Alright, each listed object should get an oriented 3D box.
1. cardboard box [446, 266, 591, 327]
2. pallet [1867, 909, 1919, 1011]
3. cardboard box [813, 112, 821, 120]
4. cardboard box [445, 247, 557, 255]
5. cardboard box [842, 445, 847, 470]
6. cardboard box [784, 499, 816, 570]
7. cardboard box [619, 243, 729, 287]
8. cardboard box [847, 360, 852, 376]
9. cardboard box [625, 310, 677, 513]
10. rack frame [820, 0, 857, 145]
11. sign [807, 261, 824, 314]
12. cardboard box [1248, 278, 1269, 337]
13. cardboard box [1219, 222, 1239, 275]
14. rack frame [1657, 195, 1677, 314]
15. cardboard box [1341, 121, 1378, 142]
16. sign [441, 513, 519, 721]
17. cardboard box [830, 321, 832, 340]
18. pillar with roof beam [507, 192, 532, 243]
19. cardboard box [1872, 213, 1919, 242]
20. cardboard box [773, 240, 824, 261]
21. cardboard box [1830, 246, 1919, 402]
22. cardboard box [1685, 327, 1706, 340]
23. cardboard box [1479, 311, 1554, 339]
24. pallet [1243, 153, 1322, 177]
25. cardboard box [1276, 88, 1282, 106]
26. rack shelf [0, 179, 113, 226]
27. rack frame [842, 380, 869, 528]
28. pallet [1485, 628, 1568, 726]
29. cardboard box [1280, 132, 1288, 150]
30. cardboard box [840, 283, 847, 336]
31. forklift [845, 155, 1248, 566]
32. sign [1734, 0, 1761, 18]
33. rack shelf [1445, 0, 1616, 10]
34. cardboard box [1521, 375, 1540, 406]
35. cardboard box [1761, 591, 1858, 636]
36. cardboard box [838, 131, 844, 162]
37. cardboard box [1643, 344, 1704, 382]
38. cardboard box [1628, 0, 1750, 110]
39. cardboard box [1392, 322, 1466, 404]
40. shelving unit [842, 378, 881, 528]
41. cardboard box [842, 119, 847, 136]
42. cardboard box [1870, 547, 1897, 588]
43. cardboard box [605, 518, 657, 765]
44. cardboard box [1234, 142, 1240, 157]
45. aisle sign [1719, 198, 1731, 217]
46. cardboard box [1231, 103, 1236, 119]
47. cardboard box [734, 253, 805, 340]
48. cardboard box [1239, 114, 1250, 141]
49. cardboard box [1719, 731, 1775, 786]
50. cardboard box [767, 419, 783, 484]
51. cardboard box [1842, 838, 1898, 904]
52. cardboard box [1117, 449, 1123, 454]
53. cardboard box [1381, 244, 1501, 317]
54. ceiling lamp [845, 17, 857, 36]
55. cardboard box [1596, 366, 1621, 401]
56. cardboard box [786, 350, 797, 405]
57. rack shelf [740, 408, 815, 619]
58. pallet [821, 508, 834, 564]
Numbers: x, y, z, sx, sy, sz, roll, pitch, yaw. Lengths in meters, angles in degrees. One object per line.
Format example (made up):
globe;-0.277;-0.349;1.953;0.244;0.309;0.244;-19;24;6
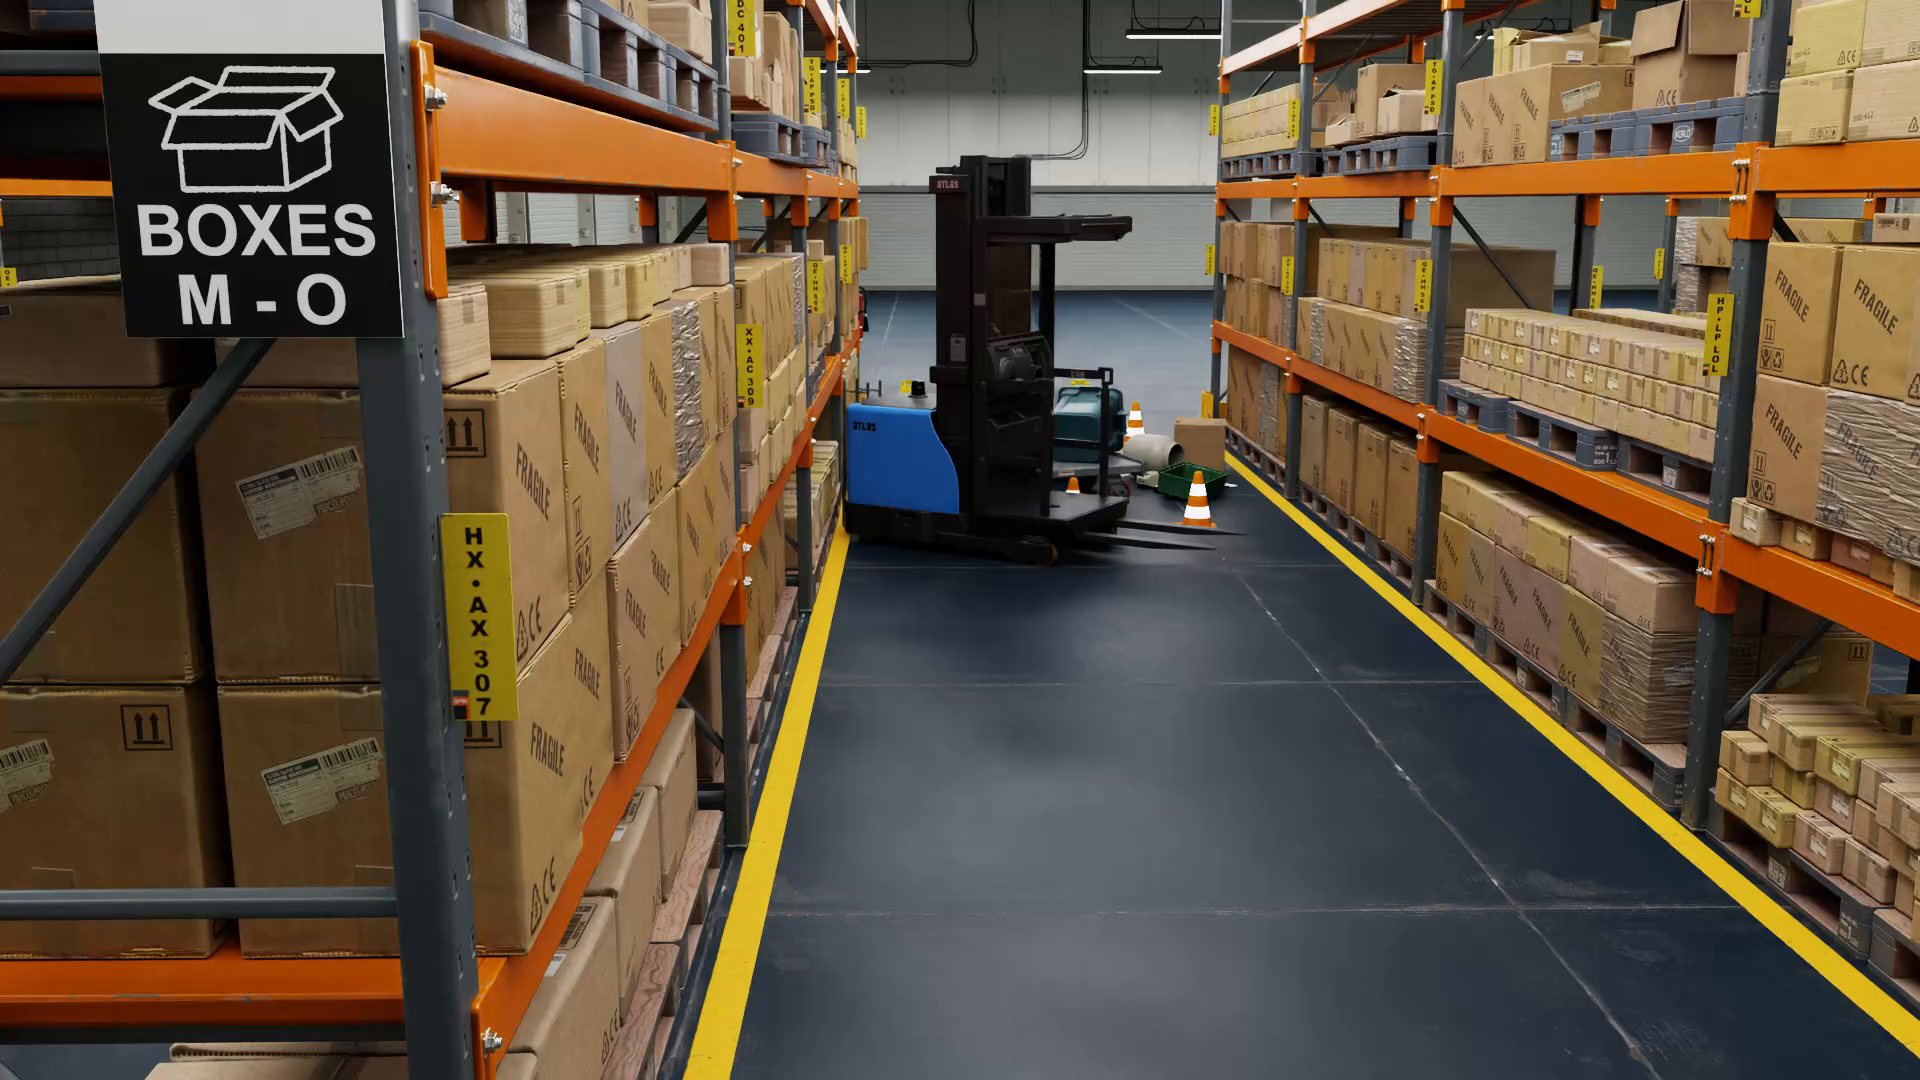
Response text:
cardboard box;-1.069;-0.553;3.842;0.380;0.149;0.250;0;11;-1
pallet;3.652;1.492;5.176;1.003;0.211;1.213;0;11;-1
cardboard box;-1.398;-3.534;13.454;0.500;0.250;0.500;0;11;0
cardboard box;-1.556;-0.903;5.566;0.380;0.149;0.250;0;11;-2
cardboard box;-1.280;-0.778;15.209;0.500;0.250;0.500;-1;11;-4
cardboard box;-1.457;-0.037;11.248;0.950;0.372;0.625;-1;12;-5
cardboard box;-1.048;-1.008;6.086;0.380;0.149;0.250;0;11;-2
cardboard box;-1.243;-1.644;15.961;0.380;0.149;0.250;0;11;2
cardboard box;-1.062;-0.356;4.502;0.500;0.500;0.500;0;11;-1
rack frame;-1.620;-5.537;17.717;1.000;3.000;0.127;0;11;-1
sign;-0.900;-1.577;10.374;0.100;0.325;0.005;0;11;-1
cardboard box;3.351;-2.311;16.527;0.875;0.550;0.500;0;11;-1
cardboard box;3.295;-3.166;18.026;0.875;0.550;0.550;0;11;-1
rack frame;8.288;-2.637;18.514;1.000;3.000;0.127;0;11;-1
cardboard box;3.178;-3.164;12.890;0.380;0.149;0.250;0;11;-1
sign;-0.735;0.120;2.547;0.100;0.325;0.005;0;11;-1
cardboard box;-1.222;-1.679;13.368;0.380;0.149;0.250;0;11;-2
pillar with roof beam;-3.413;-7.776;28.757;9.100;9.000;0.548;0;11;-1
cardboard box;8.247;-2.183;13.712;1.000;1.000;1.000;0;11;-1
cardboard box;-1.246;-2.238;12.857;0.380;0.149;0.250;-1;11;-4
cardboard box;3.366;-0.743;5.661;0.500;0.500;0.500;-1;11;-3
cardboard box;3.989;-1.017;8.605;0.380;0.149;0.250;0;11;1
cardboard box;3.316;-1.275;9.878;0.380;0.149;0.250;-1;11;-3
pallet;3.380;-3.673;16.298;1.003;0.211;1.213;0;11;-1
cardboard box;3.073;-4.006;15.034;0.380;0.149;0.250;0;11;-1
rack shelf;-6.459;-2.500;12.103;1.077;0.370;4.000;0;11;-1
rack frame;-0.837;-0.672;13.339;0.240;1.200;0.006;8;14;28
pallet;3.529;0.717;8.993;1.003;0.211;1.213;0;11;-1
cardboard box;3.077;-3.565;14.865;0.380;0.149;0.250;0;11;0
cardboard box;-1.268;-2.085;14.791;0.500;0.500;0.500;0;11;-1
forklift;0.636;-1.365;12.416;3.031;2.935;1.130;7;13;30
sign;3.020;-2.165;6.351;0.100;0.325;0.005;0;11;-1
rack shelf;3.533;-3.041;8.229;1.077;0.370;4.000;0;11;-1
cardboard box;3.326;-0.826;9.162;0.380;0.149;0.250;0;11;1
cardboard box;3.823;0.252;7.616;0.500;0.250;0.500;-1;11;-4
cardboard box;-1.273;-3.432;14.518;0.500;0.250;0.500;0;11;-2
cardboard box;3.361;-0.810;7.584;0.380;0.149;0.250;-1;11;-3
cardboard box;3.674;-2.286;7.920;0.797;0.503;0.637;0;11;-2
cardboard box;3.214;-1.184;11.100;0.500;0.500;0.500;0;11;-1
shelving unit;-0.792;-0.688;13.417;0.258;1.200;0.189;8;14;28
cardboard box;-1.228;-3.759;15.128;0.380;0.149;0.250;0;11;-2
cardboard box;3.391;0.087;5.717;0.380;0.149;0.250;-1;11;-4
cardboard box;-1.043;0.237;4.096;0.500;0.500;0.500;0;11;-1
cardboard box;3.029;-4.018;17.102;0.380;0.149;0.250;0;11;-1
aisle sign;8.586;-3.925;18.322;0.394;0.787;0.004;0;11;-1
cardboard box;3.025;-4.461;17.279;0.380;0.149;0.250;0;11;-2
cardboard box;-1.183;-1.444;9.864;0.500;0.500;0.500;-1;11;-3
cardboard box;3.103;-4.136;16.678;0.500;0.250;0.500;0;11;-2
cardboard box;3.262;0.867;6.605;0.380;0.149;0.250;0;11;1
cardboard box;-1.124;-0.431;8.016;0.500;0.250;0.500;0;11;-2
cardboard box;3.379;1.166;5.882;0.380;0.149;0.250;0;11;-2
cardboard box;1.532;-0.836;16.512;0.396;0.266;0.258;2;12;9
cardboard box;3.468;-1.877;12.003;0.700;0.500;0.500;0;11;-2
ceiling lamp;-3.073;-11.638;33.110;2.000;3.185;0.800;0;11;-1
cardboard box;3.346;-0.766;8.118;0.380;0.149;0.250;-1;11;-4
cardboard box;-1.146;-0.879;8.967;0.500;0.250;0.500;-1;11;-3
rack shelf;-1.414;-0.256;8.586;1.077;0.370;4.000;0;11;-1
pallet;-1.492;-0.037;12.710;1.003;0.211;1.213;0;11;-1
